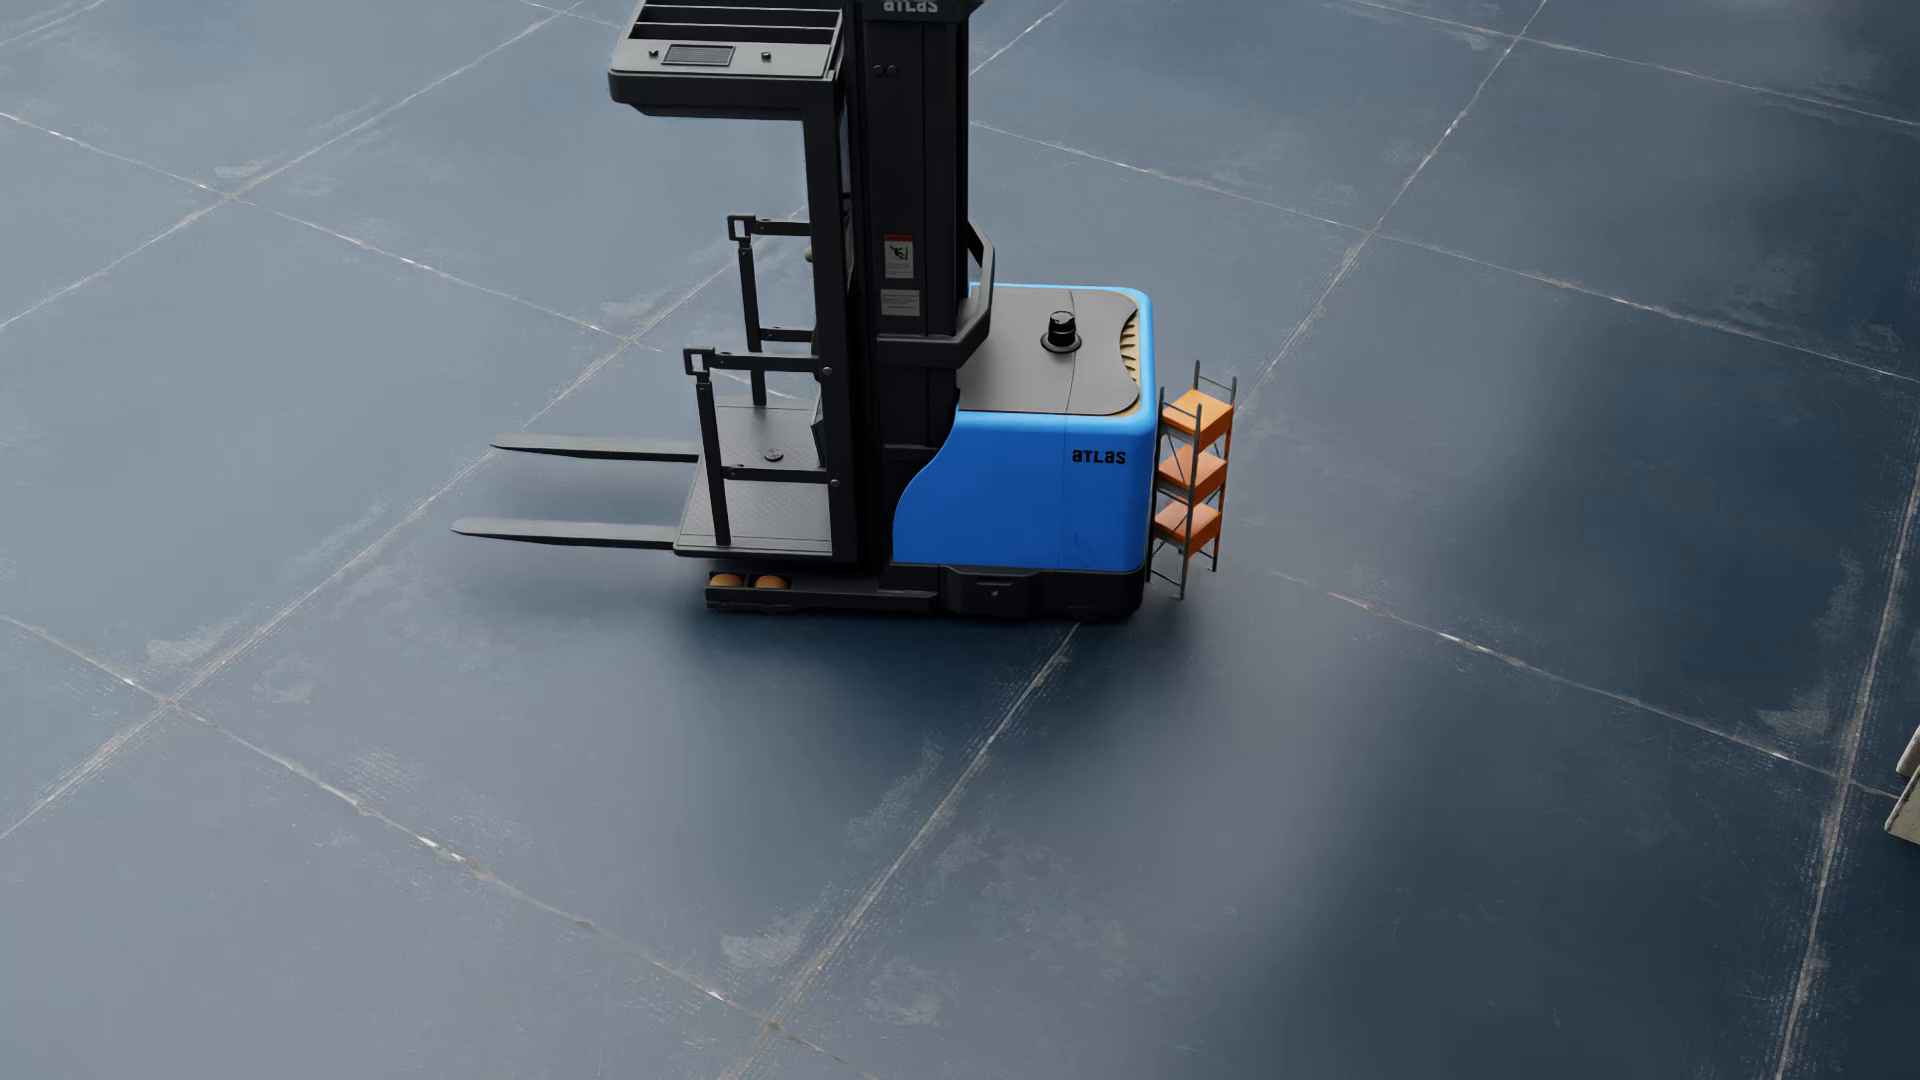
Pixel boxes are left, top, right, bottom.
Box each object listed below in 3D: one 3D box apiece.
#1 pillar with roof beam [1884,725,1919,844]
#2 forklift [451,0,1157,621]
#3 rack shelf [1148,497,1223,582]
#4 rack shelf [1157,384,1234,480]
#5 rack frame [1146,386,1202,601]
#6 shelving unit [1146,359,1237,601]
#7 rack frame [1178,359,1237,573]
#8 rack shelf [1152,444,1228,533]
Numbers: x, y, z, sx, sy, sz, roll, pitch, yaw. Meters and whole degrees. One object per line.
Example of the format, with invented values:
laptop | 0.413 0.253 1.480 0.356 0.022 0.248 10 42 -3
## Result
pillar with roof beam | 0.013 -3.758 5.024 9.100 9.000 0.400 21 45 22
forklift | -0.699 -1.130 6.631 3.031 2.935 1.130 2 41 3
rack shelf | 0.976 -0.018 7.224 0.215 0.259 0.240 29 49 31
rack shelf | 0.967 -0.445 6.859 0.215 0.259 0.240 29 49 31
rack frame | 0.890 -0.177 6.968 0.200 1.050 0.008 29 49 31
shelving unit | 0.971 -0.237 7.037 0.215 1.050 0.252 29 49 31
rack frame | 1.052 -0.298 7.105 0.200 1.050 0.008 29 49 31
rack shelf | 0.972 -0.229 7.043 0.215 0.259 0.240 29 49 31
